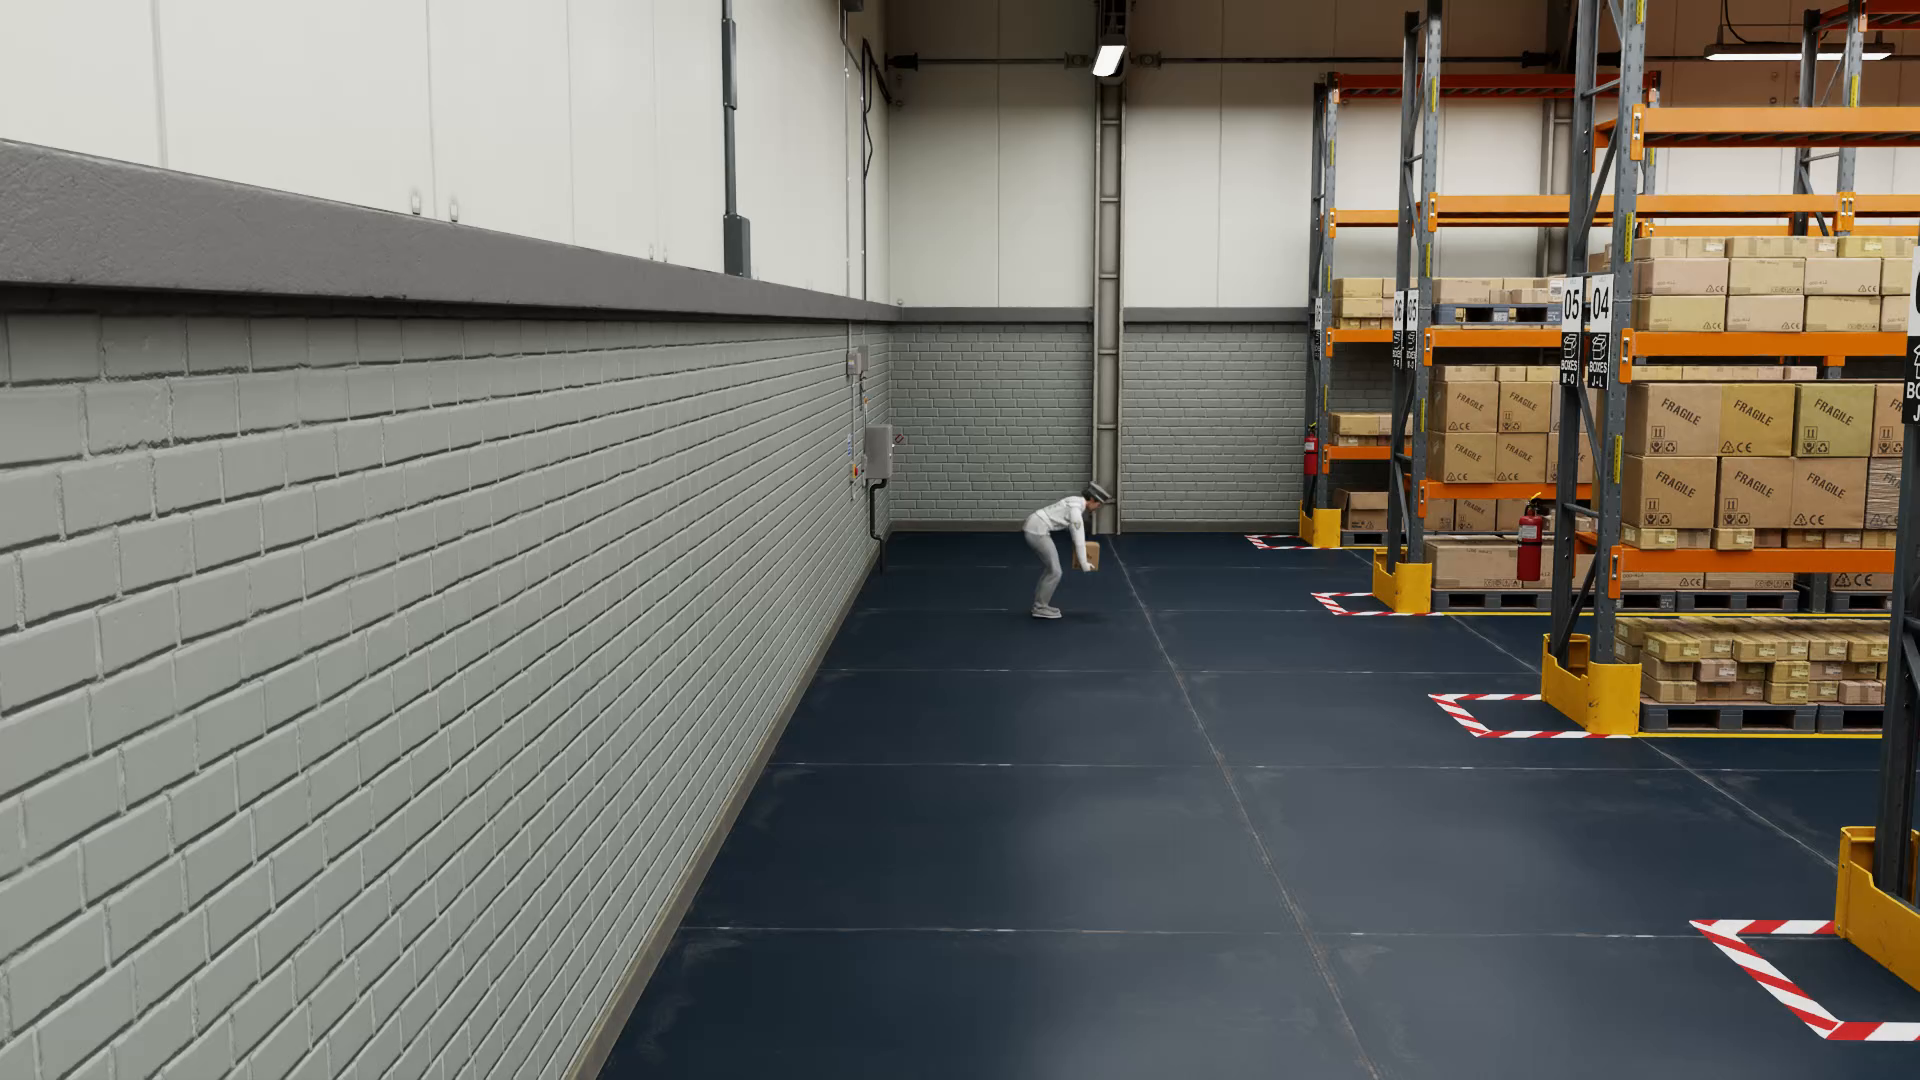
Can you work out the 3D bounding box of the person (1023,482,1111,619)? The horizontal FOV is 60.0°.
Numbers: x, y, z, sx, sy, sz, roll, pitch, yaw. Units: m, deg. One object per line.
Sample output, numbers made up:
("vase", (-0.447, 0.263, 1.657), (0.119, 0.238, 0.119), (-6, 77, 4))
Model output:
("person", (1.053, 0.097, 16.364), (0.858, 1.327, 0.417), (0, 7, -1))
